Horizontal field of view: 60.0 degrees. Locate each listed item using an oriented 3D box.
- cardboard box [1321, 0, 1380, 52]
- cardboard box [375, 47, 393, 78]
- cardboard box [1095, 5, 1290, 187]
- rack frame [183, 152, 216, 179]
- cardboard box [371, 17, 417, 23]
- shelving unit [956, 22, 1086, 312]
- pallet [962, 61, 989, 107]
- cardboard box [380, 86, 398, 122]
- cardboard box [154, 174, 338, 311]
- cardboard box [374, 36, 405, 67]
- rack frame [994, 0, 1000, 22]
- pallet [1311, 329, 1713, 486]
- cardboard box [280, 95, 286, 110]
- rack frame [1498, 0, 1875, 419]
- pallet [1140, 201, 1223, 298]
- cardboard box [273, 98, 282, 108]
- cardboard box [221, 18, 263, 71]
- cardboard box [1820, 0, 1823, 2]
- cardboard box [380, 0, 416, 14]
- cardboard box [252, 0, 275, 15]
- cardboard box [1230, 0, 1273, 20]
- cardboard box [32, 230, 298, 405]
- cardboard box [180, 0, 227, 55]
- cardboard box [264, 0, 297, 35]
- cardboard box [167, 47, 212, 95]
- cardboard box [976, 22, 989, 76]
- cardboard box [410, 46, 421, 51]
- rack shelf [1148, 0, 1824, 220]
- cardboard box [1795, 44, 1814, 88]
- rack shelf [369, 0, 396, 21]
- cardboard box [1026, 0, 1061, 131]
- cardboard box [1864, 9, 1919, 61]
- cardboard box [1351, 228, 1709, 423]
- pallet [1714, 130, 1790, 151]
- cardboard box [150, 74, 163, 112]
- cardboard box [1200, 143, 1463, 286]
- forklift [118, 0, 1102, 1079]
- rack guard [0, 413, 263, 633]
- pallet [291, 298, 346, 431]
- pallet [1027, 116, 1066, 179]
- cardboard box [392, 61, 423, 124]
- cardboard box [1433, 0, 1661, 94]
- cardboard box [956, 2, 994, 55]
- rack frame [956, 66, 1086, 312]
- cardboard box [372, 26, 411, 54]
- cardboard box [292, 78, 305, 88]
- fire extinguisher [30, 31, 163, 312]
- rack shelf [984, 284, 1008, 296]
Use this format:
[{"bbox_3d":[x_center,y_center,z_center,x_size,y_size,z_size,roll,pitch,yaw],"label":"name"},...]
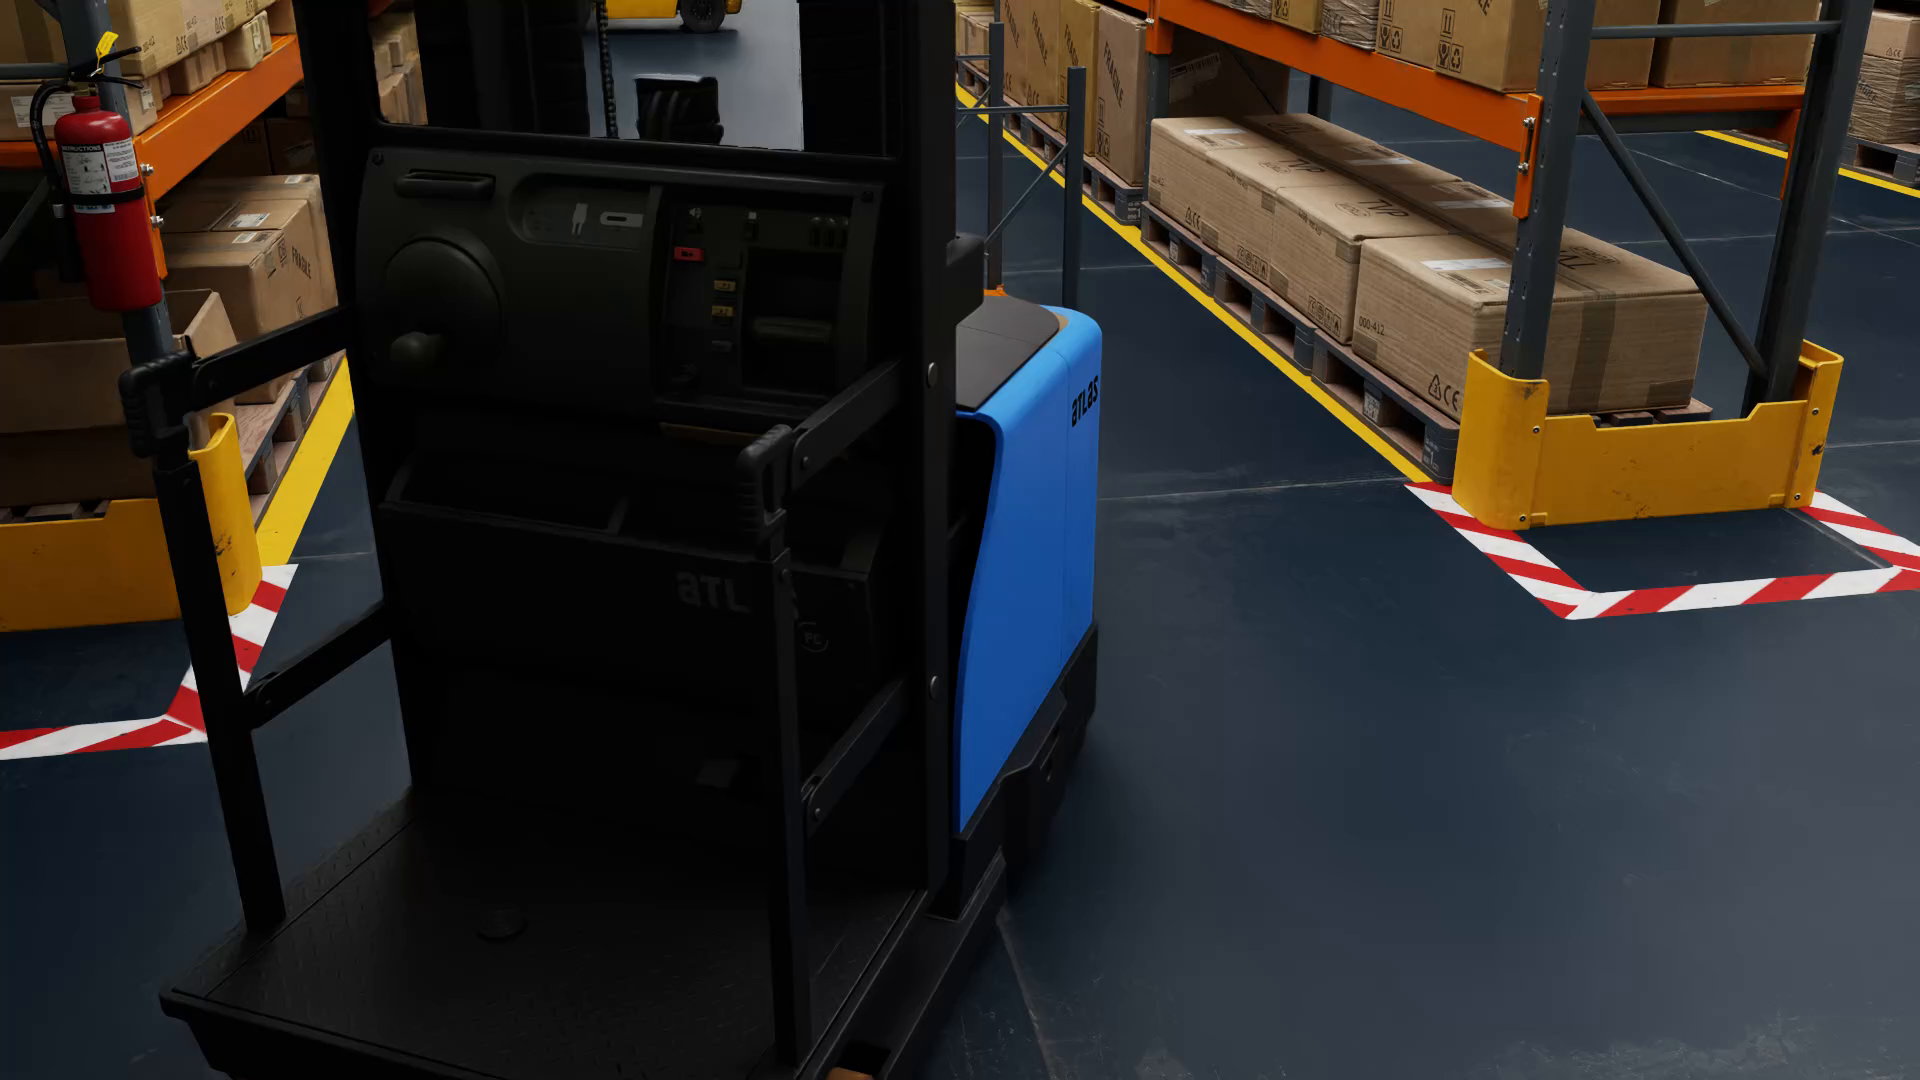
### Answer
[{"bbox_3d":[1.706,-2.136,6.269,0.500,0.500,0.500,-4,24,-8],"label":"cardboard box"},{"bbox_3d":[-3.487,-2.739,9.561,0.380,0.149,0.250,-3,24,-8],"label":"cardboard box"},{"bbox_3d":[1.305,-2.550,9.471,0.875,0.875,0.875,-4,24,-8],"label":"cardboard box"},{"bbox_3d":[-3.379,-2.725,7.741,1.000,3.000,0.127,-4,24,-10],"label":"rack frame"},{"bbox_3d":[-3.697,-3.362,10.987,0.380,0.149,0.250,-6,24,-12],"label":"cardboard box"},{"bbox_3d":[-0.014,-0.717,5.018,0.587,1.500,1.083,-4,24,-10],"label":"shelving unit"},{"bbox_3d":[0.616,-3.696,13.450,1.003,0.211,1.213,-4,24,-10],"label":"pallet"},{"bbox_3d":[-3.355,-2.187,9.109,0.500,0.500,0.500,-5,24,-10],"label":"cardboard box"},{"bbox_3d":[-2.971,-1.193,6.833,0.700,0.500,0.500,-5,24,-12],"label":"cardboard box"},{"bbox_3d":[-3.560,-2.943,10.029,0.380,0.149,0.250,-5,24,-12],"label":"cardboard box"},{"bbox_3d":[0.759,-4.667,12.188,1.000,3.000,0.127,-4,24,-10],"label":"rack frame"},{"bbox_3d":[2.014,-0.551,6.248,1.003,0.211,1.213,-4,24,-10],"label":"pallet"},{"bbox_3d":[-3.311,-2.333,8.632,0.380,0.149,0.250,-5,24,-11],"label":"cardboard box"},{"bbox_3d":[2.238,-1.520,4.983,1.000,3.000,0.127,-4,24,-10],"label":"rack frame"},{"bbox_3d":[1.562,-1.511,8.445,1.003,0.211,1.213,-4,24,-10],"label":"pallet"},{"bbox_3d":[-3.843,-2.139,8.998,0.500,0.500,0.500,-5,24,-12],"label":"cardboard box"},{"bbox_3d":[-2.619,-1.696,5.700,0.380,0.149,0.250,-5,24,-11],"label":"cardboard box"},{"bbox_3d":[5.765,-3.574,11.348,0.500,0.250,0.500,-5,24,-12],"label":"cardboard box"},{"bbox_3d":[-4.220,-3.649,12.298,0.875,0.625,0.625,-4,24,-8],"label":"cardboard box"},{"bbox_3d":[-2.764,-2.014,5.930,0.500,0.250,0.500,-5,24,-11],"label":"cardboard box"},{"bbox_3d":[1.503,-2.541,7.195,0.500,0.500,0.500,-4,24,-9],"label":"cardboard box"},{"bbox_3d":[-2.779,-0.785,5.898,0.700,0.500,0.500,-3,24,-8],"label":"cardboard box"},{"bbox_3d":[-2.552,-1.616,5.017,0.500,0.250,0.500,-4,24,-9],"label":"cardboard box"},{"bbox_3d":[-2.833,-2.098,6.620,0.380,0.149,0.250,-5,24,-11],"label":"cardboard box"},{"bbox_3d":[-2.592,-1.487,5.221,0.380,0.149,0.250,-4,24,-8],"label":"cardboard box"},{"bbox_3d":[0.664,-3.878,13.140,0.950,0.372,0.625,-6,24,-13],"label":"cardboard box"},{"bbox_3d":[-3.747,-2.997,10.963,0.500,0.500,0.500,-5,24,-11],"label":"cardboard box"},{"bbox_3d":[1.869,-1.977,6.928,1.077,0.370,4.000,-4,24,-10],"label":"rack shelf"},{"bbox_3d":[5.866,-3.021,11.017,0.500,0.500,0.500,-5,24,-11],"label":"cardboard box"},{"bbox_3d":[-3.748,-3.182,9.686,1.077,0.370,4.000,-4,24,-10],"label":"rack shelf"},{"bbox_3d":[0.966,-3.257,11.089,0.875,0.875,0.875,-4,24,-9],"label":"cardboard box"},{"bbox_3d":[5.959,-3.164,10.409,0.500,0.250,0.500,-5,24,-11],"label":"cardboard box"},{"bbox_3d":[2.018,-0.791,5.989,0.875,0.438,0.875,-5,24,-12],"label":"cardboard box"},{"bbox_3d":[5.970,-3.009,11.875,1.003,0.211,1.213,-4,24,-10],"label":"pallet"},{"bbox_3d":[-2.523,-1.282,4.752,0.380,0.149,0.250,-4,24,-8],"label":"cardboard box"},{"bbox_3d":[1.676,-1.505,7.624,0.875,0.438,0.875,-5,24,-11],"label":"cardboard box"},{"bbox_3d":[-0.633,-0.391,2.483,1.130,2.935,3.031,8,25,18],"label":"forklift"},{"bbox_3d":[-2.653,-0.036,4.707,1.175,0.500,0.348,-4,24,-10],"label":"rack guard"},{"bbox_3d":[-3.024,-0.696,6.579,1.003,0.211,1.213,-4,24,-10],"label":"pallet"},{"bbox_3d":[1.053,-2.594,10.927,1.003,0.211,1.213,-4,24,-10],"label":"pallet"},{"bbox_3d":[-3.533,-2.588,10.027,0.500,0.500,0.500,-5,24,-12],"label":"cardboard box"},{"bbox_3d":[1.889,-1.736,5.352,0.500,0.500,0.500,-4,24,-9],"label":"cardboard box"},{"bbox_3d":[0.385,-4.466,14.487,0.950,0.372,0.625,-4,24,-8],"label":"cardboard box"},{"bbox_3d":[0.078,-0.521,4.569,0.500,1.500,0.032,-4,24,-10],"label":"rack frame"},{"bbox_3d":[-3.688,-3.148,10.497,0.380,0.149,0.250,-4,24,-8],"label":"cardboard box"},{"bbox_3d":[-3.243,-2.361,8.326,0.380,0.149,0.250,-5,24,-11],"label":"cardboard box"},{"bbox_3d":[-2.158,-0.921,4.174,0.296,0.674,0.183,-4,24,-10],"label":"fire extinguisher"},{"bbox_3d":[-0.016,-0.556,5.099,0.538,0.185,1.000,-4,24,-10],"label":"rack shelf"}]
